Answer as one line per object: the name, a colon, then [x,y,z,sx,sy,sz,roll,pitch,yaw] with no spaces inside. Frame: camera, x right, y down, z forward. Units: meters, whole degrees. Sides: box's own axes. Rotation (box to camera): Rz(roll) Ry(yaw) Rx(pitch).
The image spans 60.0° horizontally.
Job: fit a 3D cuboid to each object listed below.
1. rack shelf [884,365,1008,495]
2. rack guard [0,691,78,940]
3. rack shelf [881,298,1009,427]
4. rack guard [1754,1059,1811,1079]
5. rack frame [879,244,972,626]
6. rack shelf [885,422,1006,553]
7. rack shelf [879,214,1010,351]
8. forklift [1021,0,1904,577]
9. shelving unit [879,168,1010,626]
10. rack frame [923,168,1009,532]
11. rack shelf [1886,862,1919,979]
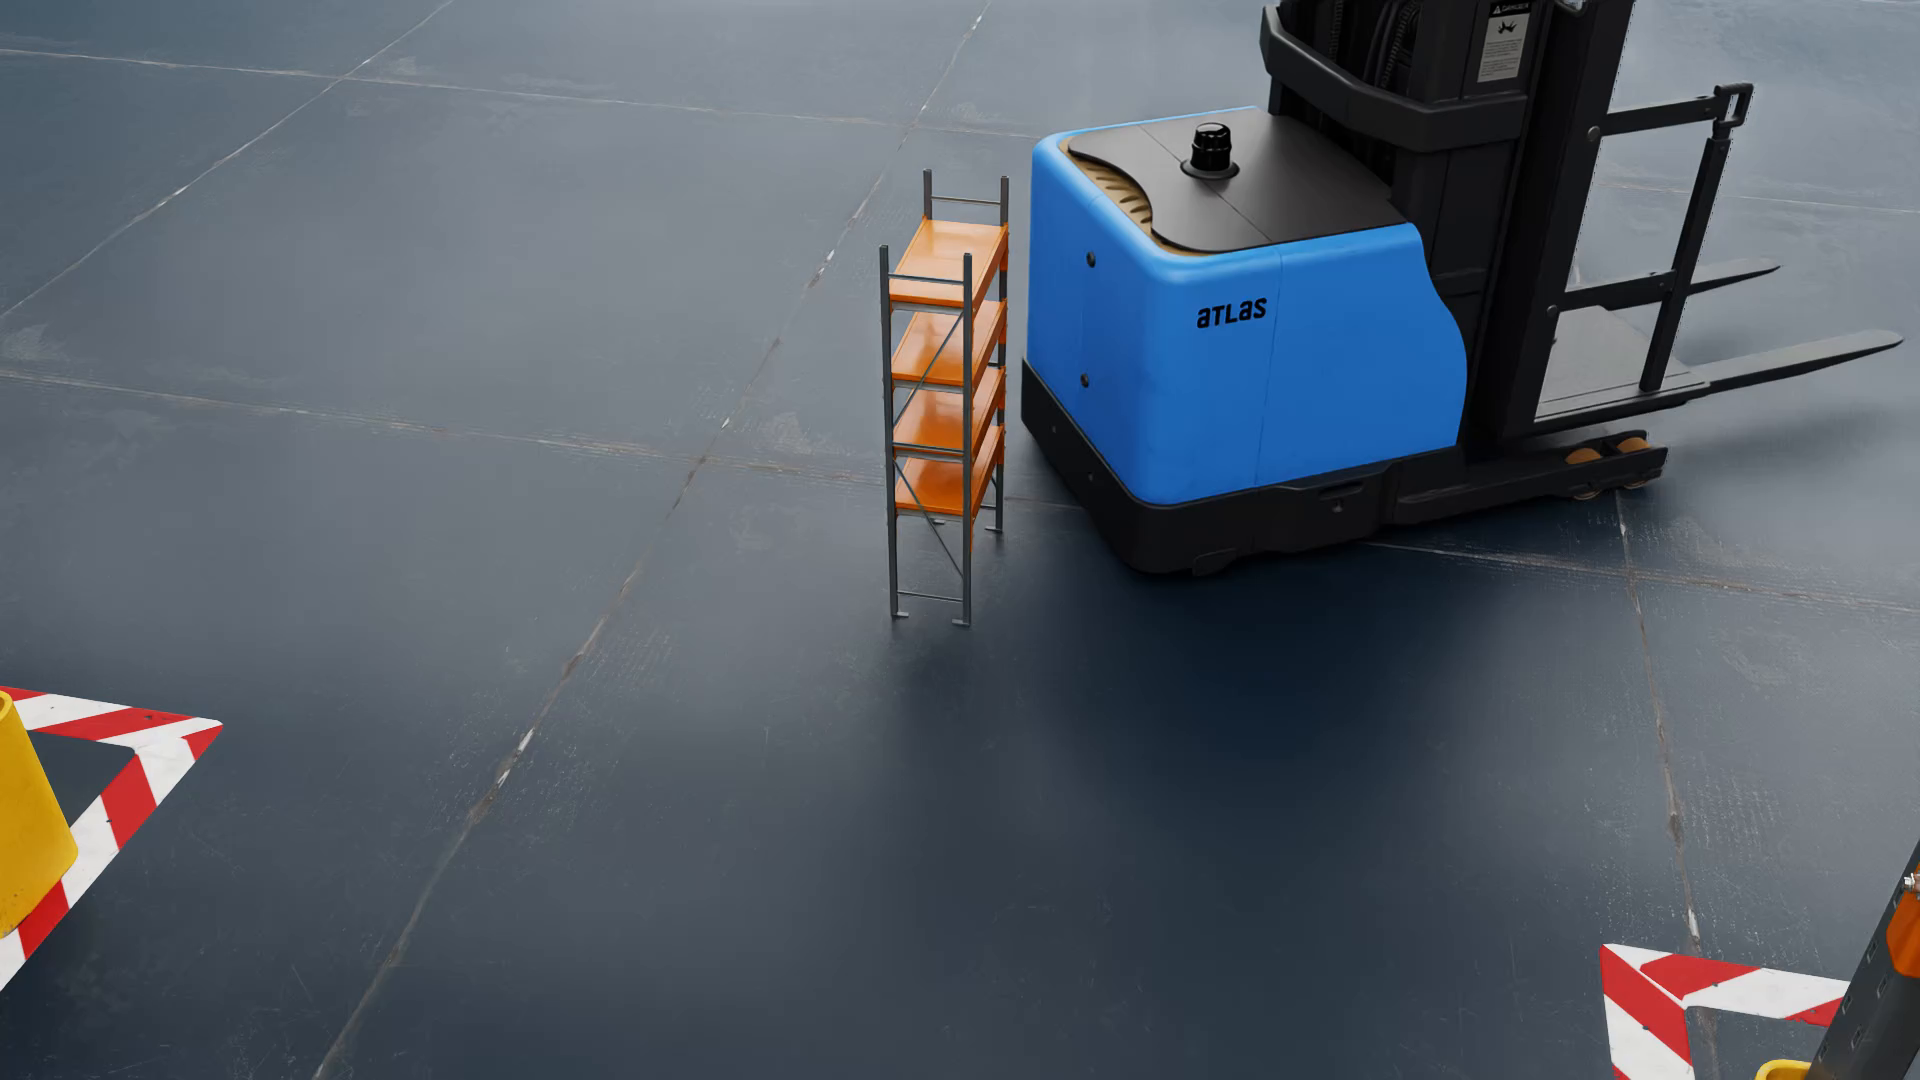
rack shelf: [-0.035,-0.336,4.806,0.258,0.148,0.480,7,37,10]
rack guard: [-2.801,0.590,4.010,1.175,0.500,0.348,7,37,10]
rack shelf: [-0.035,-0.518,4.675,0.258,0.148,0.480,7,37,10]
rack guard: [2.001,1.327,2.993,1.175,0.500,0.348,7,37,10]
rack frame: [-0.087,-0.251,4.574,0.240,1.200,0.015,7,37,10]
rack shelf: [-0.035,-0.176,4.923,0.258,0.148,0.480,7,37,10]
rack shelf: [-0.035,-0.709,4.536,0.258,0.148,0.480,7,37,10]
forklift: [1.782,-1.597,4.956,3.031,2.935,1.130,-12,38,-16]
shelving unit: [-0.035,-0.391,4.767,0.258,1.200,0.503,7,37,10]
rack frame: [0.017,-0.531,4.960,0.240,1.200,0.015,7,37,10]
rack shelf: [1.590,1.709,0.949,1.077,0.370,4.000,7,37,10]
